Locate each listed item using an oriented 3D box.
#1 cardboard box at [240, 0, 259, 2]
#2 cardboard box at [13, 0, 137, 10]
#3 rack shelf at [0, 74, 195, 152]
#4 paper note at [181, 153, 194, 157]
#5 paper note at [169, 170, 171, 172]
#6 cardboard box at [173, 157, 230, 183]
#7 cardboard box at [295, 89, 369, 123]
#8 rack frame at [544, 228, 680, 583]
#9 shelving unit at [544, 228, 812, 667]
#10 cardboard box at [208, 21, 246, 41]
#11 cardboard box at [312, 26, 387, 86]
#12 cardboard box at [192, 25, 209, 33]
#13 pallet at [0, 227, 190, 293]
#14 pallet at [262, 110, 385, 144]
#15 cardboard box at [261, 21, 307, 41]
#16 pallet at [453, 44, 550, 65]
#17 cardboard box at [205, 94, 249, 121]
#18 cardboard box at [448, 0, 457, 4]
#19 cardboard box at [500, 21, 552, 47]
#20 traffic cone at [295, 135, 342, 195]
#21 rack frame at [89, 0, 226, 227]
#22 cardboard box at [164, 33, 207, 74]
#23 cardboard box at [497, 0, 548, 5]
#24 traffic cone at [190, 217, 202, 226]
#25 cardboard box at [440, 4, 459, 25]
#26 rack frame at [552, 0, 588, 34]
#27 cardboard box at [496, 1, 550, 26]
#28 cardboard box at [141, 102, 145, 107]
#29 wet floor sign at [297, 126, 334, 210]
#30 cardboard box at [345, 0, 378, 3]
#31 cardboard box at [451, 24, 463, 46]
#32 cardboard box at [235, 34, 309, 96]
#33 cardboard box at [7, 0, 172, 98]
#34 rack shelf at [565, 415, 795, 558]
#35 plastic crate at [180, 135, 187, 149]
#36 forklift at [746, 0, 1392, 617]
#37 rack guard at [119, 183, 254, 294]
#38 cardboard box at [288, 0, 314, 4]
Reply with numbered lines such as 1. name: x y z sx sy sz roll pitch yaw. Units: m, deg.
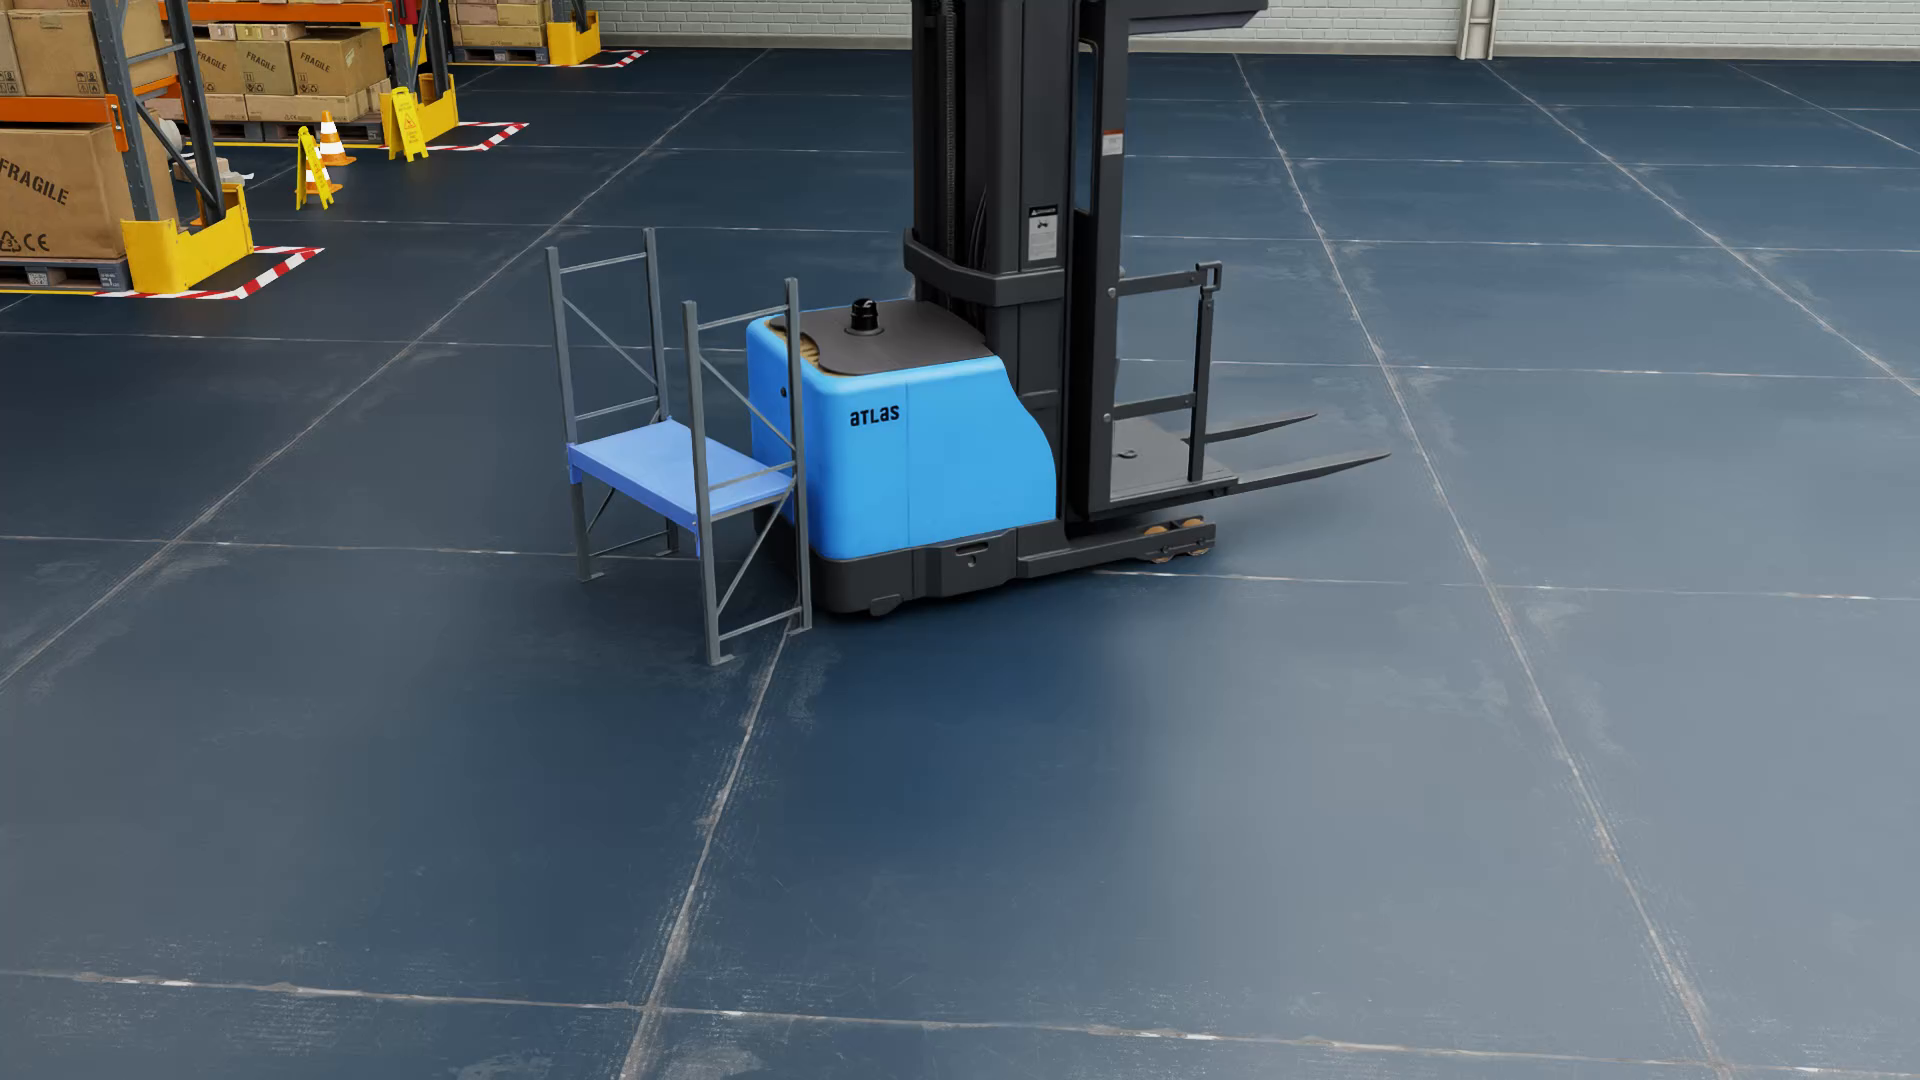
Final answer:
1. cardboard box: -6.643 -5.217 15.800 0.250 0.149 0.380 2 25 5
2. cardboard box: -5.880 -3.887 11.138 0.550 0.550 0.875 2 25 4
3. rack shelf: -7.507 -3.038 11.624 4.000 0.370 1.077 2 25 4
4. paper note: -7.227 -3.606 15.551 0.148 0.019 0.142 -7 26 -14
5. paper note: -7.165 -3.303 14.906 0.142 0.019 0.148 11 27 22
6. cardboard box: -6.696 -3.272 14.682 0.250 0.149 0.380 16 29 31
7. cardboard box: -6.085 -4.223 16.126 0.500 0.250 0.500 2 25 4
8. rack frame: -1.486 -0.565 7.184 0.500 1.500 0.032 -20 31 -37
9. shelving unit: -1.150 -0.406 6.837 0.538 1.500 1.048 -20 31 -37
10. cardboard box: -6.938 -4.863 15.844 0.250 0.149 0.380 3 25 6
11. cardboard box: -6.042 -4.791 16.463 0.500 0.500 0.500 1 25 2
12. cardboard box: -7.597 -4.839 16.567 0.500 0.500 0.500 3 25 7
13. pallet: -6.316 -2.027 11.902 1.213 0.211 1.003 2 25 4
14. pallet: -6.118 -4.143 16.502 1.213 0.211 1.003 2 25 4
15. cardboard box: -6.425 -4.845 15.804 0.250 0.149 0.380 3 25 6
16. pallet: -5.624 -6.176 20.919 1.213 0.211 1.003 2 25 4
17. cardboard box: -7.100 -4.257 16.199 0.500 0.250 0.500 1 25 2
18. cardboard box: -6.355 -6.742 20.405 0.500 0.250 0.500 2 25 5
19. cardboard box: -5.351 -6.261 20.555 0.500 0.250 0.500 2 25 4
20. traffic cone: -5.508 -3.217 14.188 0.334 0.463 0.336 2 25 4
21. rack frame: -5.513 -3.300 11.334 0.127 3.000 1.000 2 25 4
22. cardboard box: -7.604 -4.616 16.084 0.500 0.500 0.500 3 25 7
23. cardboard box: -5.342 -6.716 20.349 0.500 0.250 0.500 3 25 6
24. traffic cone: -5.934 -2.757 13.188 0.334 0.463 0.336 2 25 4
25. cardboard box: -6.383 -6.518 20.516 0.500 0.250 0.500 1 25 3
26. rack frame: -4.859 -7.436 20.321 0.127 3.000 1.000 2 25 4
27. cardboard box: -5.368 -6.490 20.454 0.500 0.250 0.500 2 25 3
28. cardboard box: -8.122 -4.293 16.278 0.500 0.250 0.500 3 25 7
29. wet floor sign: -5.333 -3.055 13.618 0.232 0.644 0.267 -2 25 -5
30. cardboard box: -5.624 -5.176 15.710 0.250 0.149 0.380 3 25 6
31. cardboard box: -6.345 -6.300 20.641 0.500 0.250 0.500 2 25 5
32. cardboard box: -6.574 -4.581 16.008 0.500 0.500 0.500 3 25 6
33. cardboard box: -5.887 -3.362 11.288 0.550 0.550 0.875 2 25 4
34. rack shelf: -1.150 -0.242 6.913 0.538 0.185 1.000 -20 31 -37
35. plastic crate: -7.721 -3.776 15.862 0.583 0.080 0.402 -7 26 -14
36. forklift: 0.607 -1.413 7.315 3.031 2.935 1.130 -11 27 -23
37. rack guard: -5.489 -2.164 11.855 0.348 0.500 1.175 2 25 4
38. cardboard box: -6.139 -5.155 15.664 0.250 0.149 0.380 1 25 3
